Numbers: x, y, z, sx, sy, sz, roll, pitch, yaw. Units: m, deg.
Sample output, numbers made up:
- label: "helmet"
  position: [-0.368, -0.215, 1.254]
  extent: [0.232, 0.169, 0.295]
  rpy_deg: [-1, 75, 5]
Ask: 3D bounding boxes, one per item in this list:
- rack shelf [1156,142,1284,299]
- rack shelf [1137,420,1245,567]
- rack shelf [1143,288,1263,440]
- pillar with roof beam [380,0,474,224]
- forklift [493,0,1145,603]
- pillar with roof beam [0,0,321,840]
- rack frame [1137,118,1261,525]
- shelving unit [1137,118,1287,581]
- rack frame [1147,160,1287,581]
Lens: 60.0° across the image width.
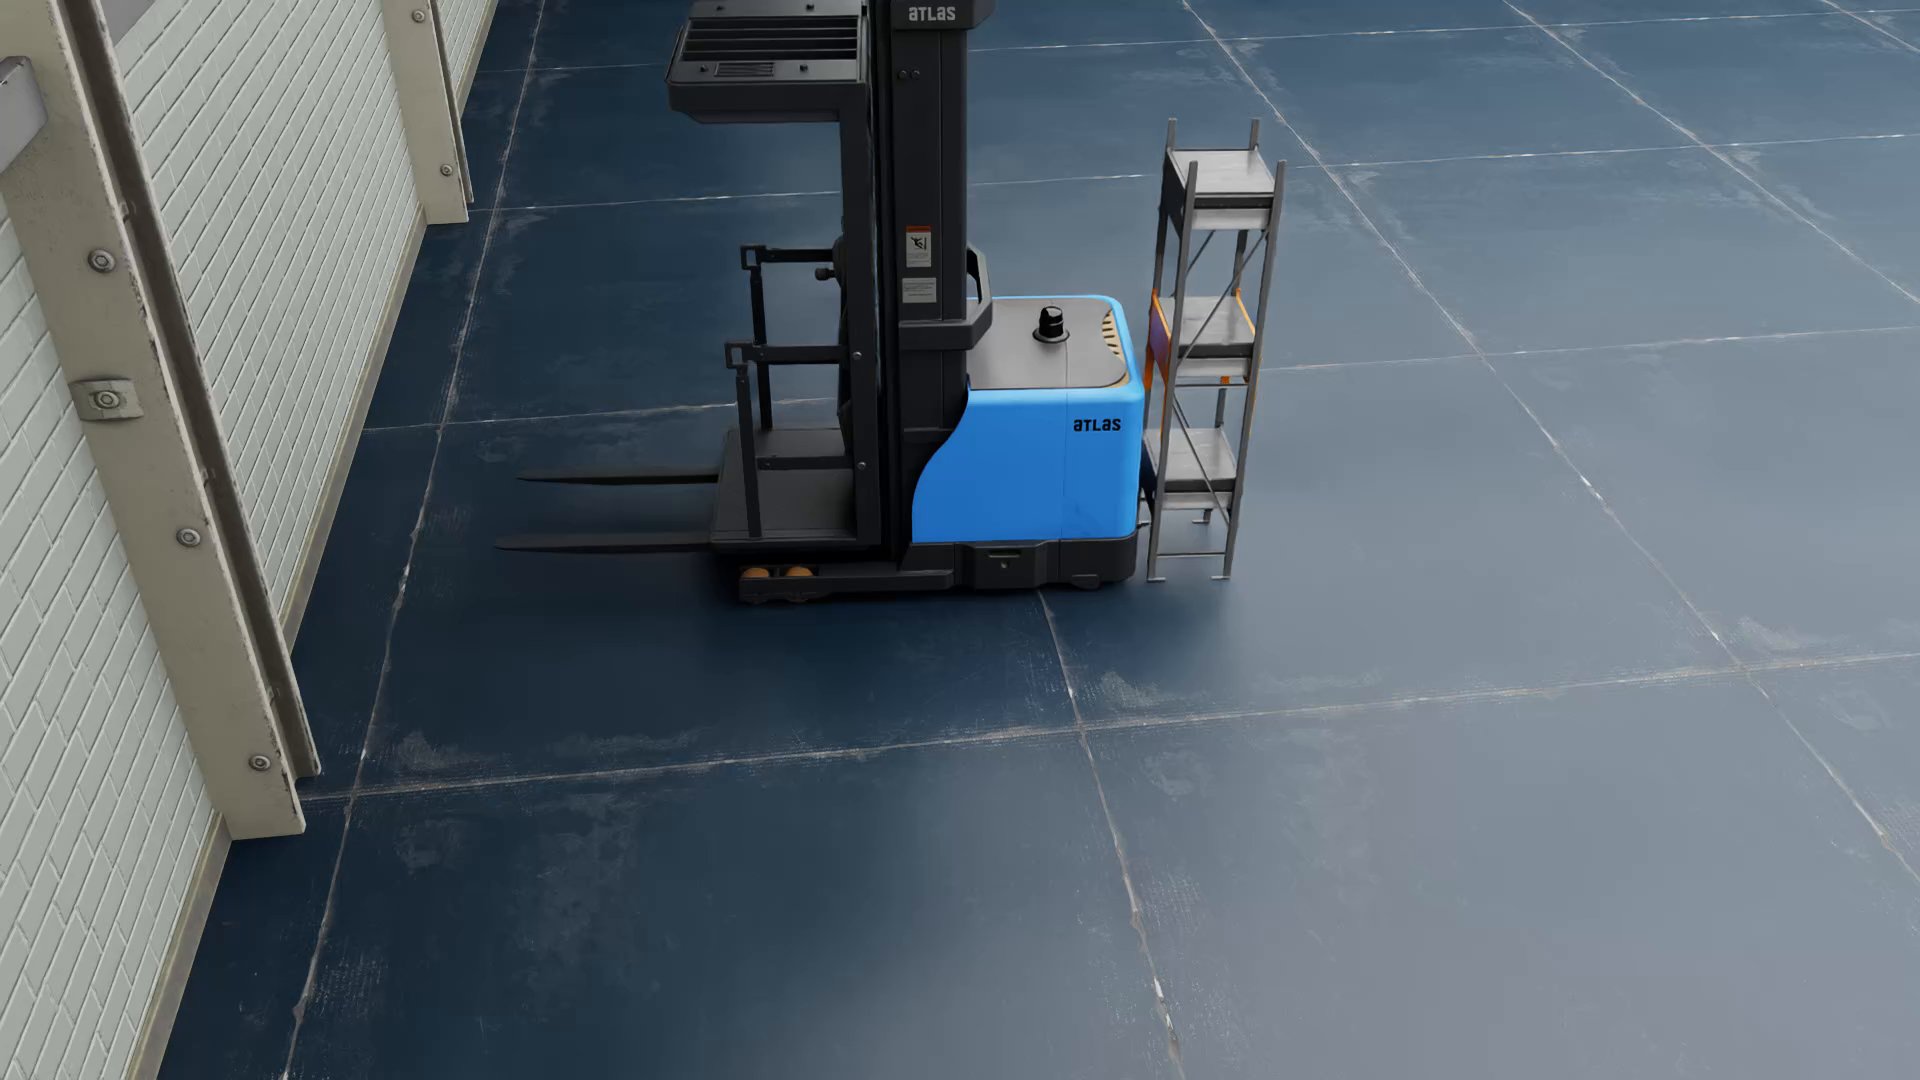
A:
- label: "rack shelf"
  position: [1.111, -1.384, 7.189]
  extent: [0.431, 0.518, 0.480]
  rpy_deg: [-1, 34, -4]
- label: "rack shelf"
  position: [1.083, -0.226, 7.976]
  extent: [0.431, 0.518, 0.480]
  rpy_deg: [-1, 34, -4]
- label: "rack shelf"
  position: [1.097, -0.805, 7.583]
  extent: [0.431, 0.518, 0.480]
  rpy_deg: [-1, 34, -4]
- label: "pillar with roof beam"
  position: [0.692, -6.336, 9.556]
  extent: [9.100, 9.000, 0.400]
  rpy_deg: [-4, 35, -6]
- label: "forklift"
  position: [-0.695, -1.219, 7.435]
  extent: [3.031, 2.935, 1.130]
  rpy_deg: [-1, 34, -2]
- label: "pillar with roof beam"
  position: [1.499, -2.987, 4.643]
  extent: [9.100, 9.000, 0.400]
  rpy_deg: [-4, 35, -6]
- label: "rack frame"
  position: [1.080, -0.953, 7.776]
  extent: [0.400, 2.100, 0.015]
  rpy_deg: [-1, 34, -4]
- label: "shelving unit"
  position: [1.097, -0.816, 7.575]
  extent: [0.431, 2.100, 0.503]
  rpy_deg: [-1, 34, -4]
- label: "rack frame"
  position: [1.114, -0.679, 7.374]
  extent: [0.400, 2.100, 0.015]
  rpy_deg: [-1, 34, -4]
